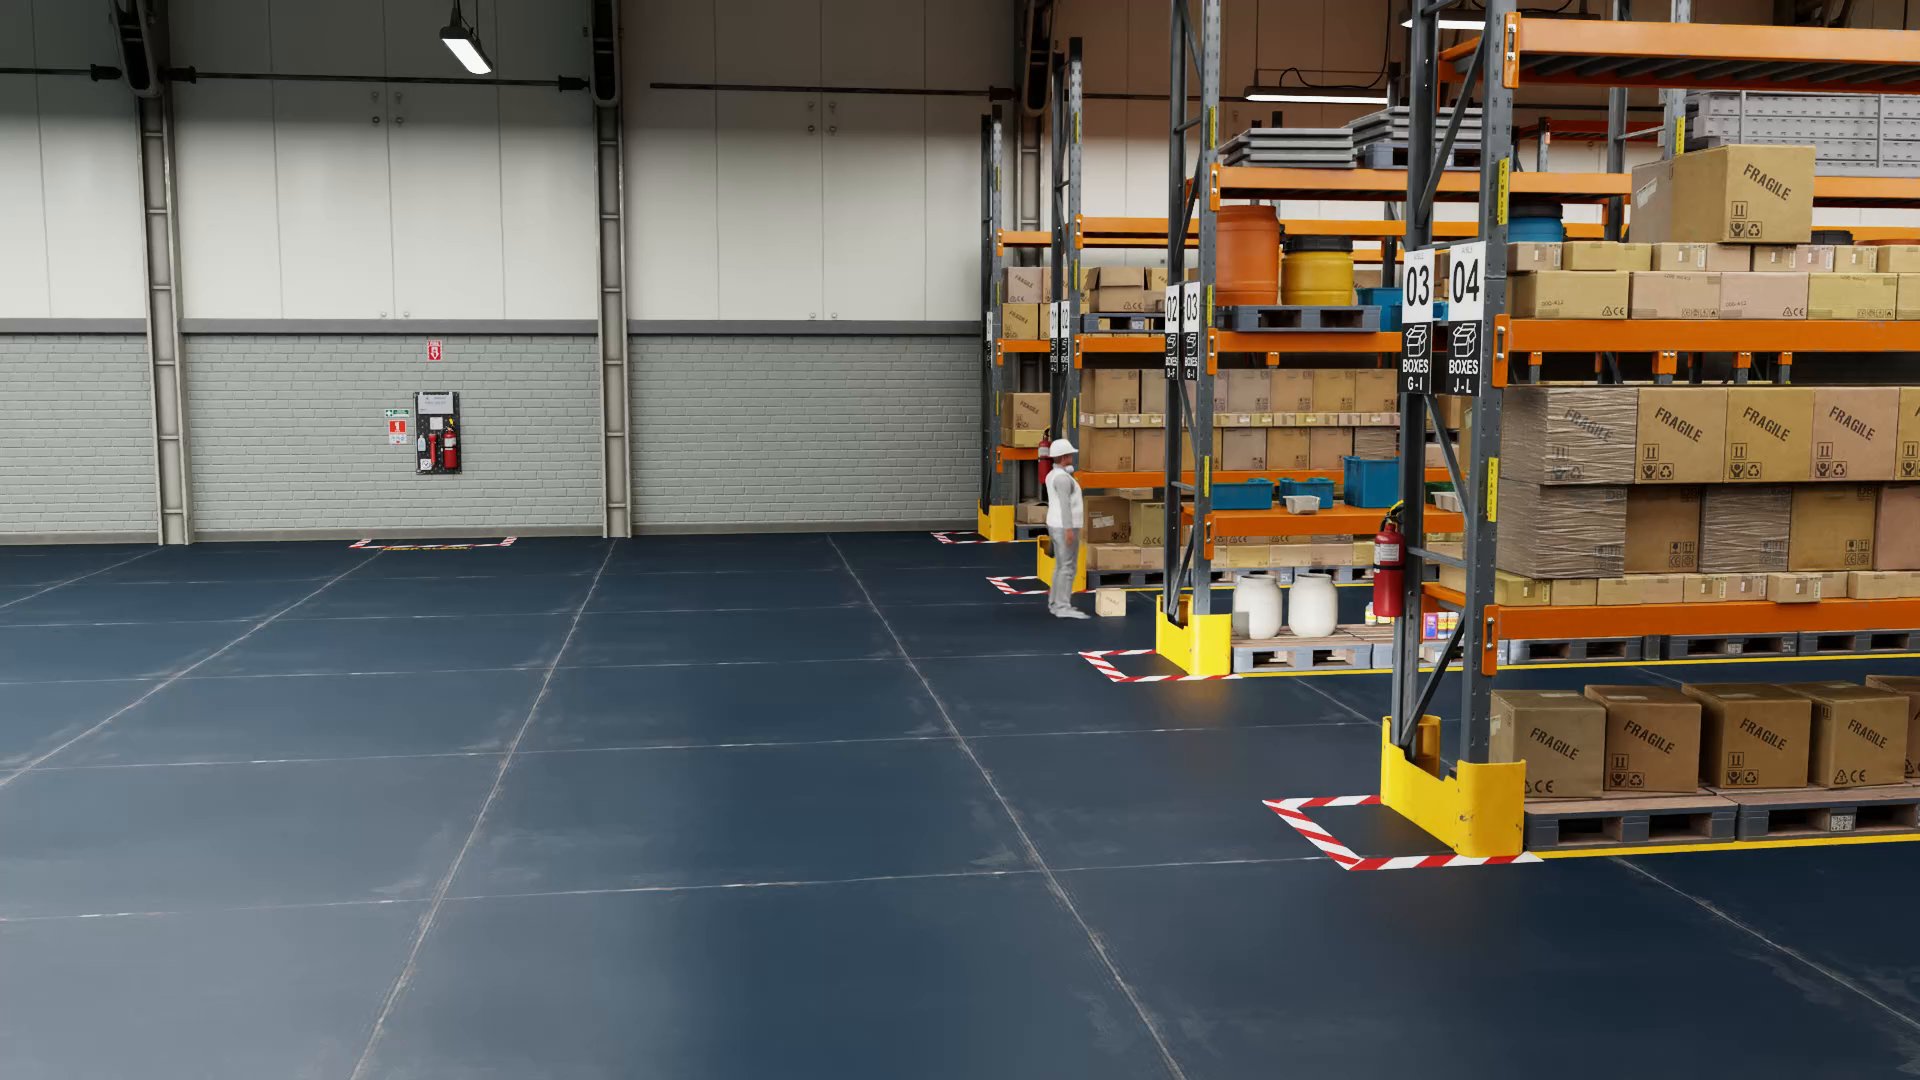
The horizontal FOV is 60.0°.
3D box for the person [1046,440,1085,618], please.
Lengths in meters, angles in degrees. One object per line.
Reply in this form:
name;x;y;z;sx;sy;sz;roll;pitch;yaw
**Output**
person;1.054;-0.121;16.681;0.358;1.771;0.533;-1;6;-8
